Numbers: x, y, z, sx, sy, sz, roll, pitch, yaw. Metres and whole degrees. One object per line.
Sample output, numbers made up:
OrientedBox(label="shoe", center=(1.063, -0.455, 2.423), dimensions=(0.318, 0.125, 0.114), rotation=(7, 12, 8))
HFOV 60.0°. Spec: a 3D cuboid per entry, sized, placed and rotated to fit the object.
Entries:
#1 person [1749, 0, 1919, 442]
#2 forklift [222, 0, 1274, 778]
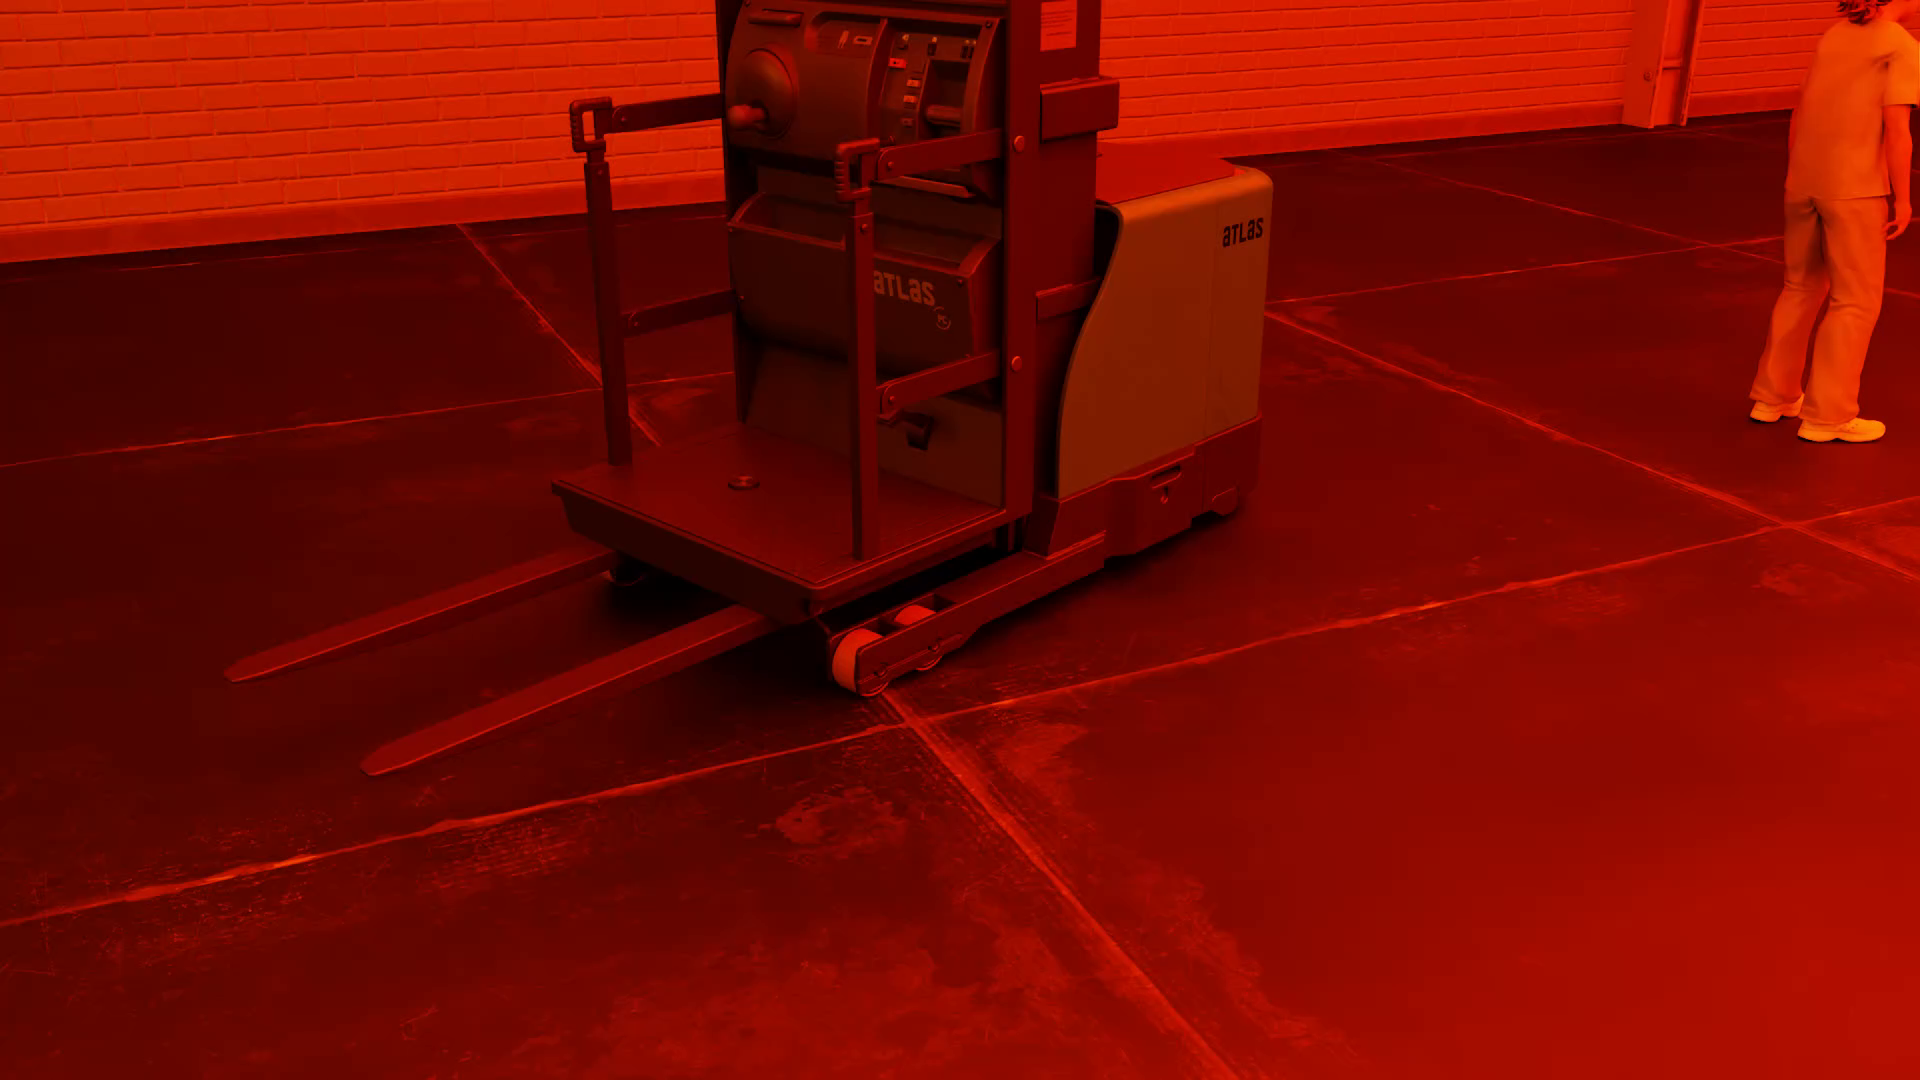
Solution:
OrientedBox(label="person", center=(3.089, -1.199, 5.814), dimensions=(0.353, 1.673, 0.504), rotation=(-8, 24, -18))
OrientedBox(label="forklift", center=(-0.413, -1.182, 4.131), dimensions=(1.130, 2.935, 3.031), rotation=(19, 29, 39))
